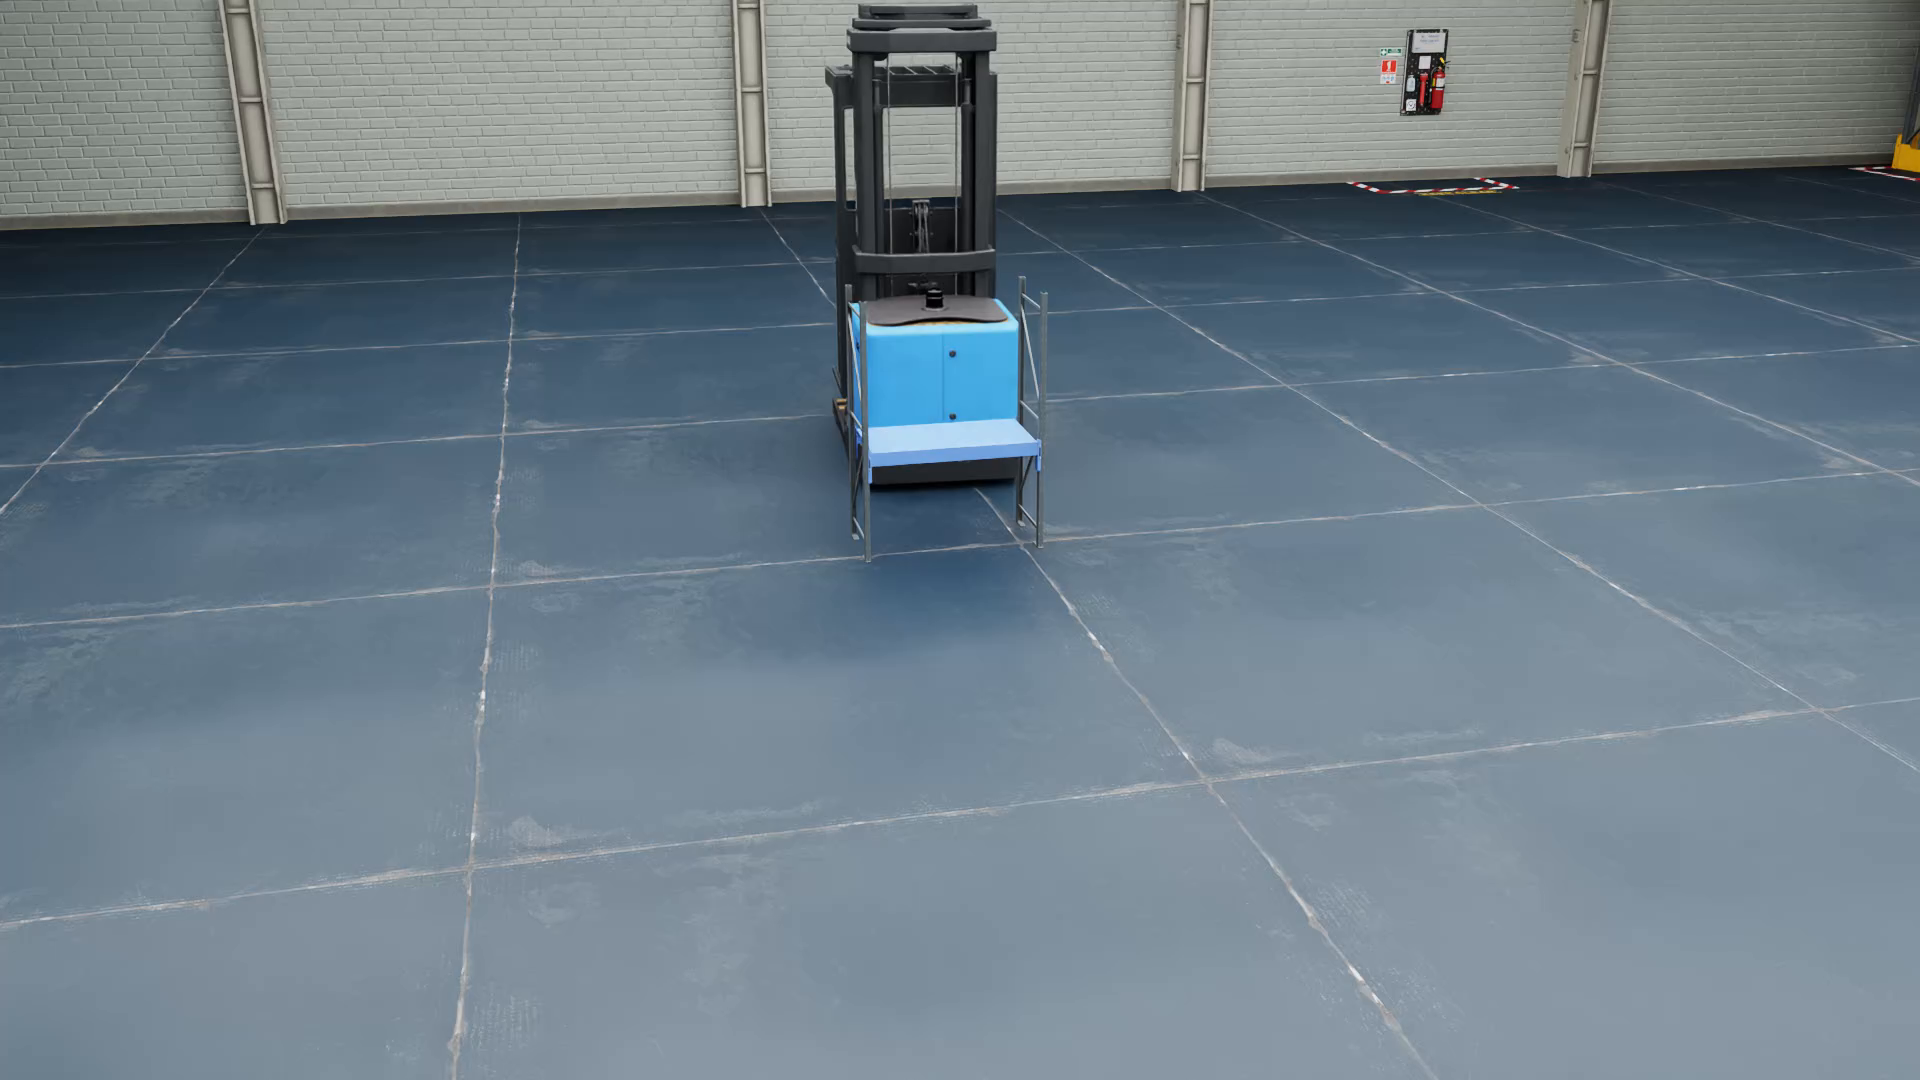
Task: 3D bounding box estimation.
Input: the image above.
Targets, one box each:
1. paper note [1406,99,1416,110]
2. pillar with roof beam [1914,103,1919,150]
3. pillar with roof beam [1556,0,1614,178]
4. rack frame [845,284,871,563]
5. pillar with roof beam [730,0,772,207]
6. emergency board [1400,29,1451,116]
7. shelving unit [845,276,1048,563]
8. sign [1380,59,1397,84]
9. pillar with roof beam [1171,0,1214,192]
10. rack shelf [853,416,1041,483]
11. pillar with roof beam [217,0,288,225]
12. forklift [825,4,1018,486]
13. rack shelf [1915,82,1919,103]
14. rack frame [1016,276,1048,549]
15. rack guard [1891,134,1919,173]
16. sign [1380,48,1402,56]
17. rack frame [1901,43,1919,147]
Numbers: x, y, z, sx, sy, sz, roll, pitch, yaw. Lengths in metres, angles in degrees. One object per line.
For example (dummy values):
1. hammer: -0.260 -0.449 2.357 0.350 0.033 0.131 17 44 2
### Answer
1. paper note: 6.395 -6.165 23.565 0.142 0.148 0.016 -5 21 -12
2. pillar with roof beam: 15.826 -8.604 20.219 0.400 9.000 9.100 -5 21 -12
3. pillar with roof beam: 9.987 -8.129 18.923 0.400 9.000 9.100 -5 21 -12
4. rack frame: -0.578 -0.657 9.428 0.032 1.500 0.500 -5 21 -12
5. pillar with roof beam: -1.691 -7.179 16.330 0.400 9.000 9.100 -5 21 -12
6. emergency board: 6.583 -6.570 23.389 0.643 1.169 0.194 -5 21 -12
7. shelving unit: -0.083 -0.697 9.538 1.048 1.500 0.538 -5 21 -12
8. sign: 6.021 -6.578 23.358 0.234 0.329 0.001 -5 21 -12
9. pillar with roof beam: 4.148 -7.654 17.626 0.400 9.000 9.100 -5 21 -12
10. rack shelf: -0.083 -0.529 9.600 1.000 0.185 0.538 -5 21 -12
11. pillar with roof beam: -7.530 -6.704 15.033 0.400 9.000 9.100 -5 21 -12
12. forklift: -0.330 -2.187 11.524 1.130 2.935 3.031 -3 20 -8
13. rack shelf: 16.300 -6.703 24.799 4.000 0.370 1.077 -5 21 -12
14. rack frame: 0.412 -0.738 9.648 0.032 1.500 0.500 -5 21 -12
15. rack guard: 14.428 -5.715 24.689 0.348 0.500 1.175 -5 21 -12
16. sign: 6.028 -6.824 23.259 0.331 0.109 0.001 -5 21 -12
17. rack frame: 14.354 -6.883 24.243 0.127 3.000 1.000 -5 21 -12
